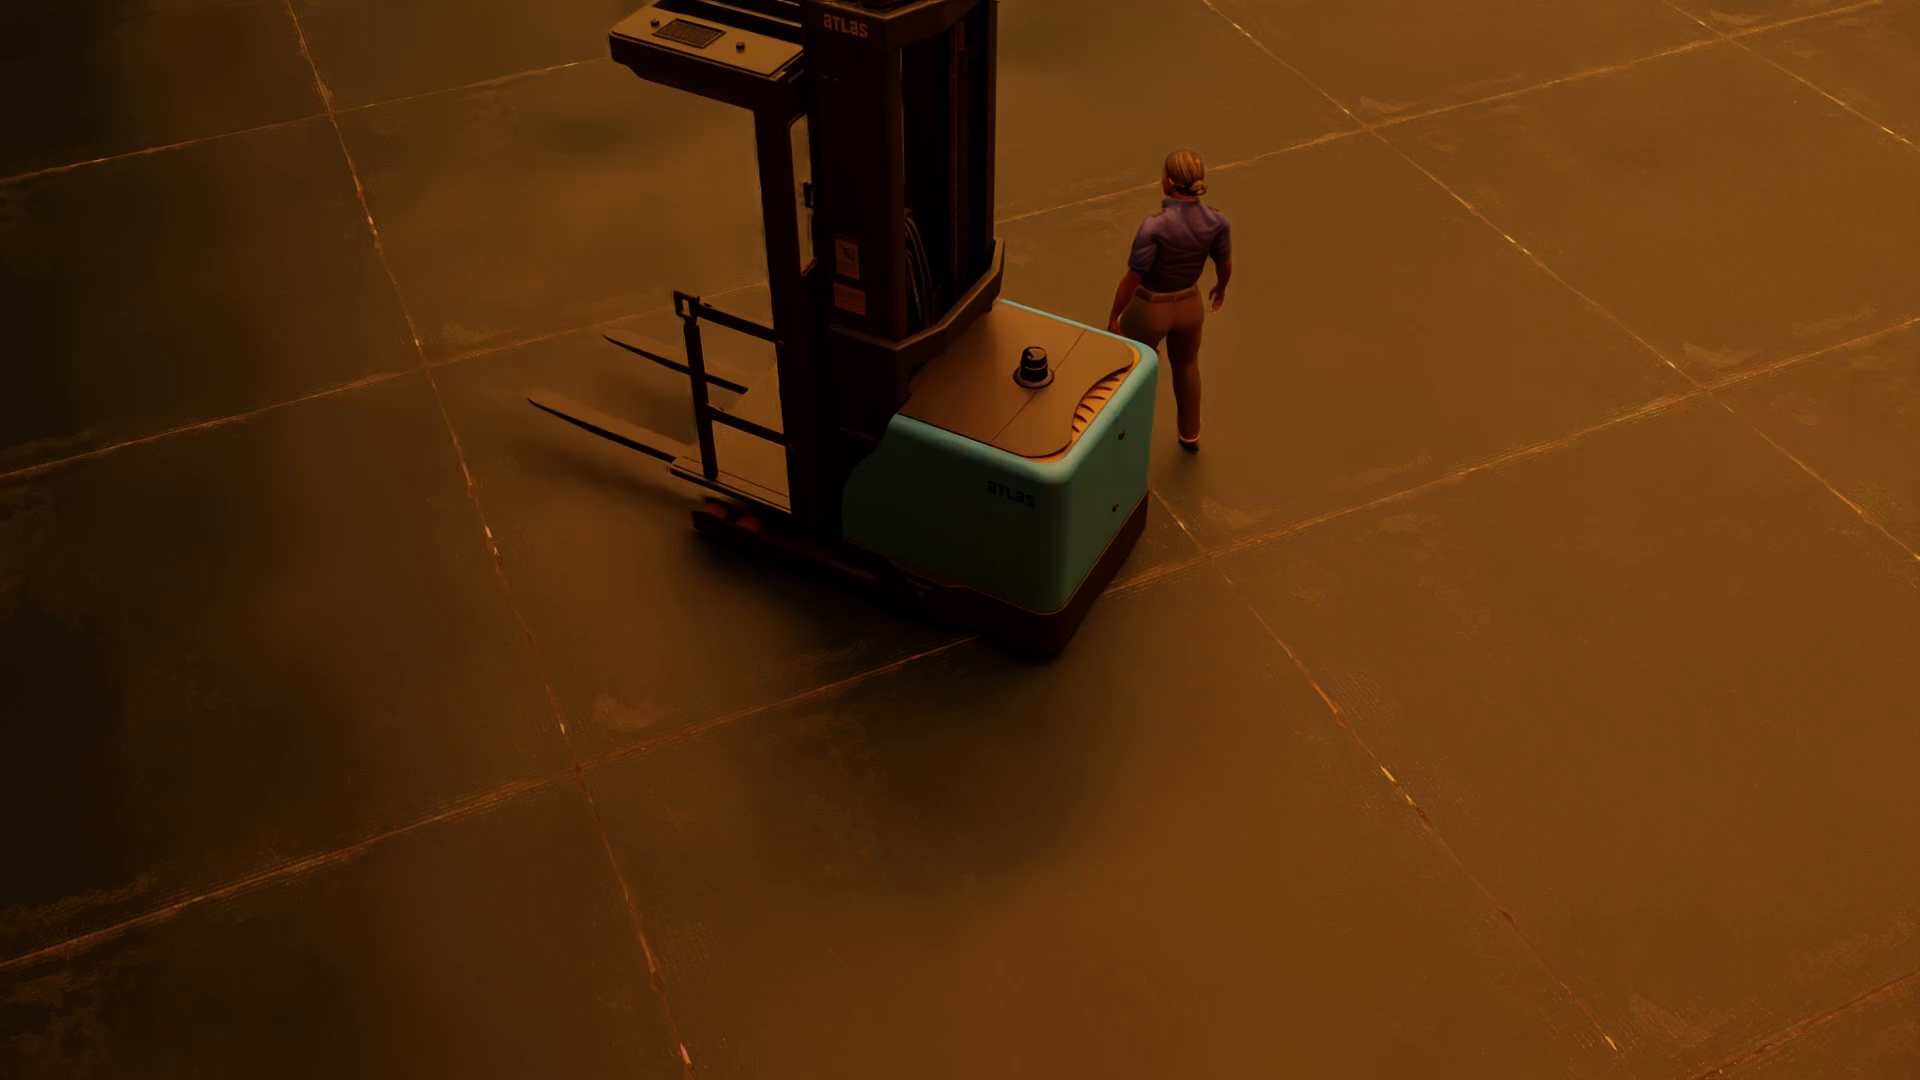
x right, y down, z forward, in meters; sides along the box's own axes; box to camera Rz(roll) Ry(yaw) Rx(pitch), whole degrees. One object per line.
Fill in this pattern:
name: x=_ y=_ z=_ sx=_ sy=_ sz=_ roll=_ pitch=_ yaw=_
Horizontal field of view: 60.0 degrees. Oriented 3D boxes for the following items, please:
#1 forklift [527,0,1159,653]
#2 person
forklift: x=-0.669 y=-1.314 z=7.089 sx=3.031 sy=2.935 sz=1.130 roll=21 pitch=47 yaw=21
person: x=0.970 y=-1.094 z=7.800 sx=0.650 sy=1.661 sz=0.363 roll=-13 pitch=45 yaw=-14
